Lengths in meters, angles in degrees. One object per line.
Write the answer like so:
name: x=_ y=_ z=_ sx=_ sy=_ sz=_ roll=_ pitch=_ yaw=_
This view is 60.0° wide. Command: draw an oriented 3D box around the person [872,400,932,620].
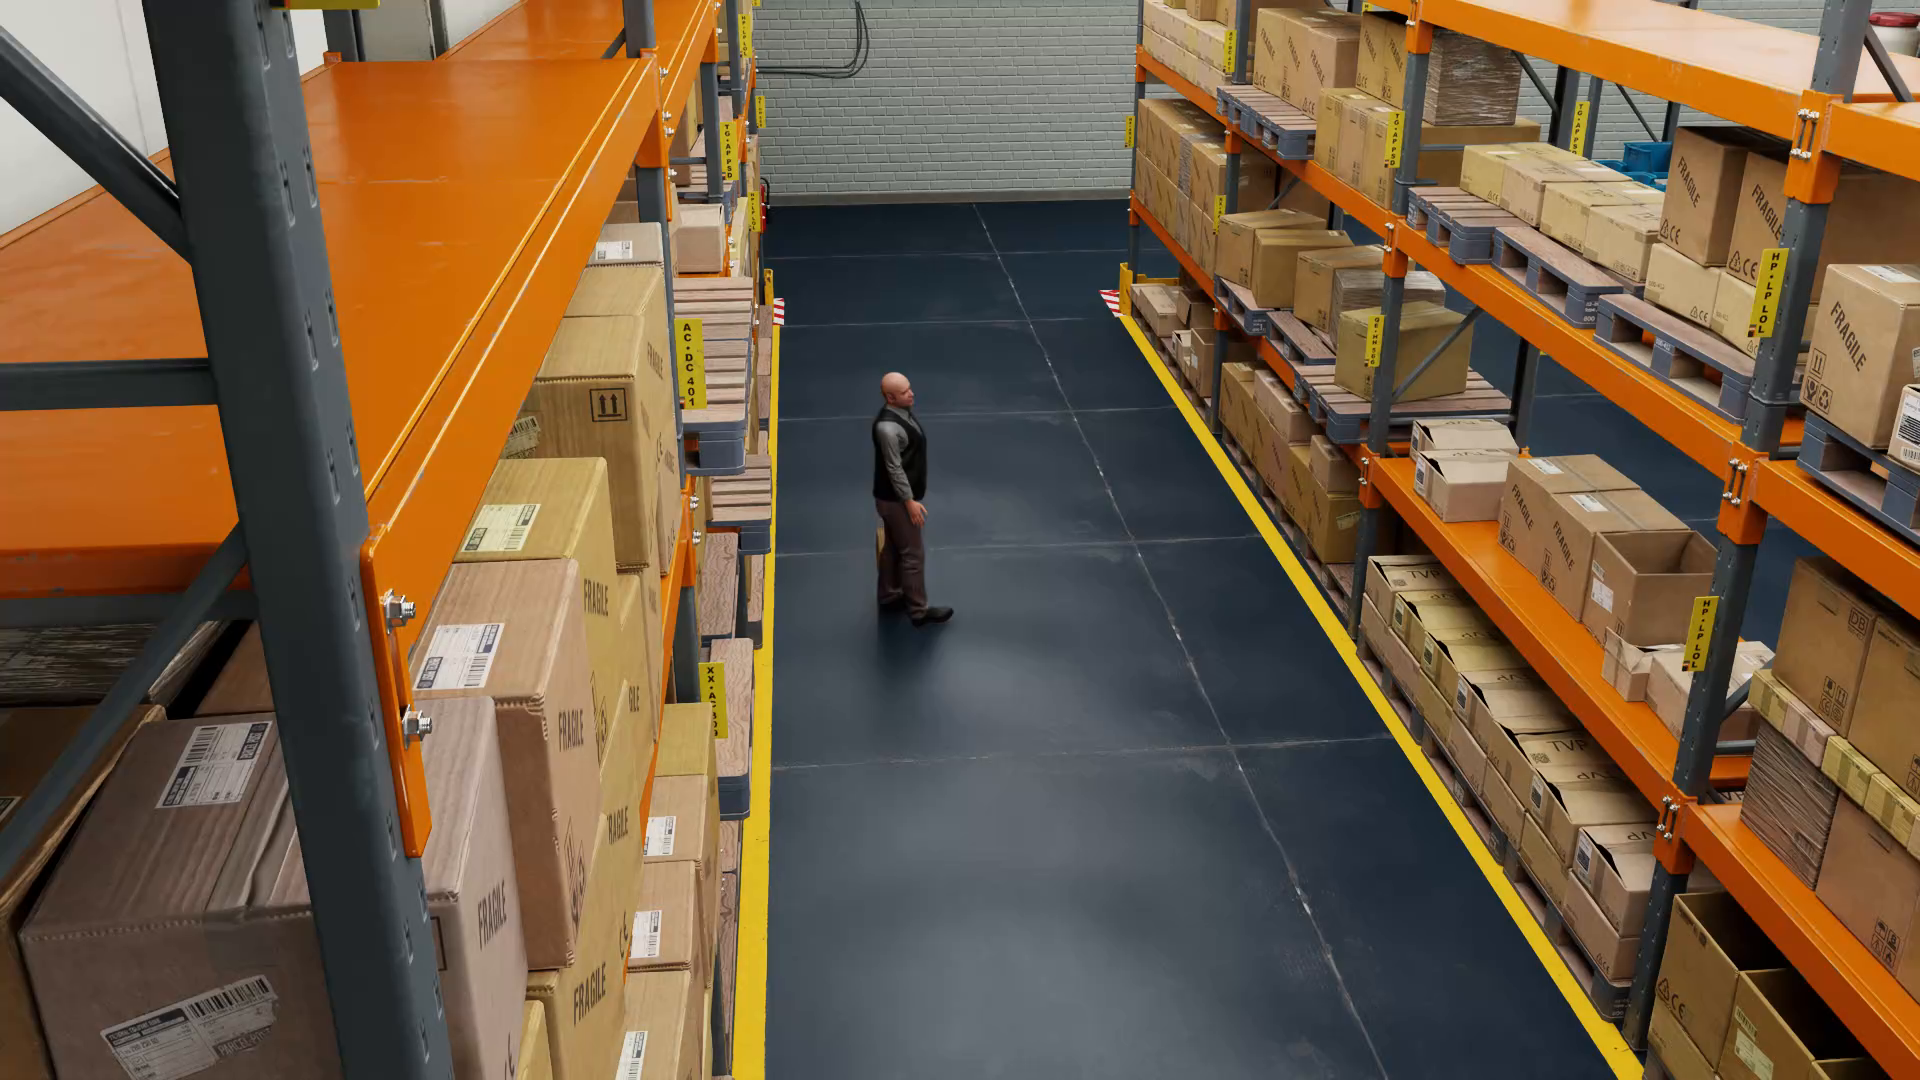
person: x=-0.377 y=-0.221 z=10.977 sx=0.385 sy=1.470 sz=0.564 roll=1 pitch=24 yaw=2
